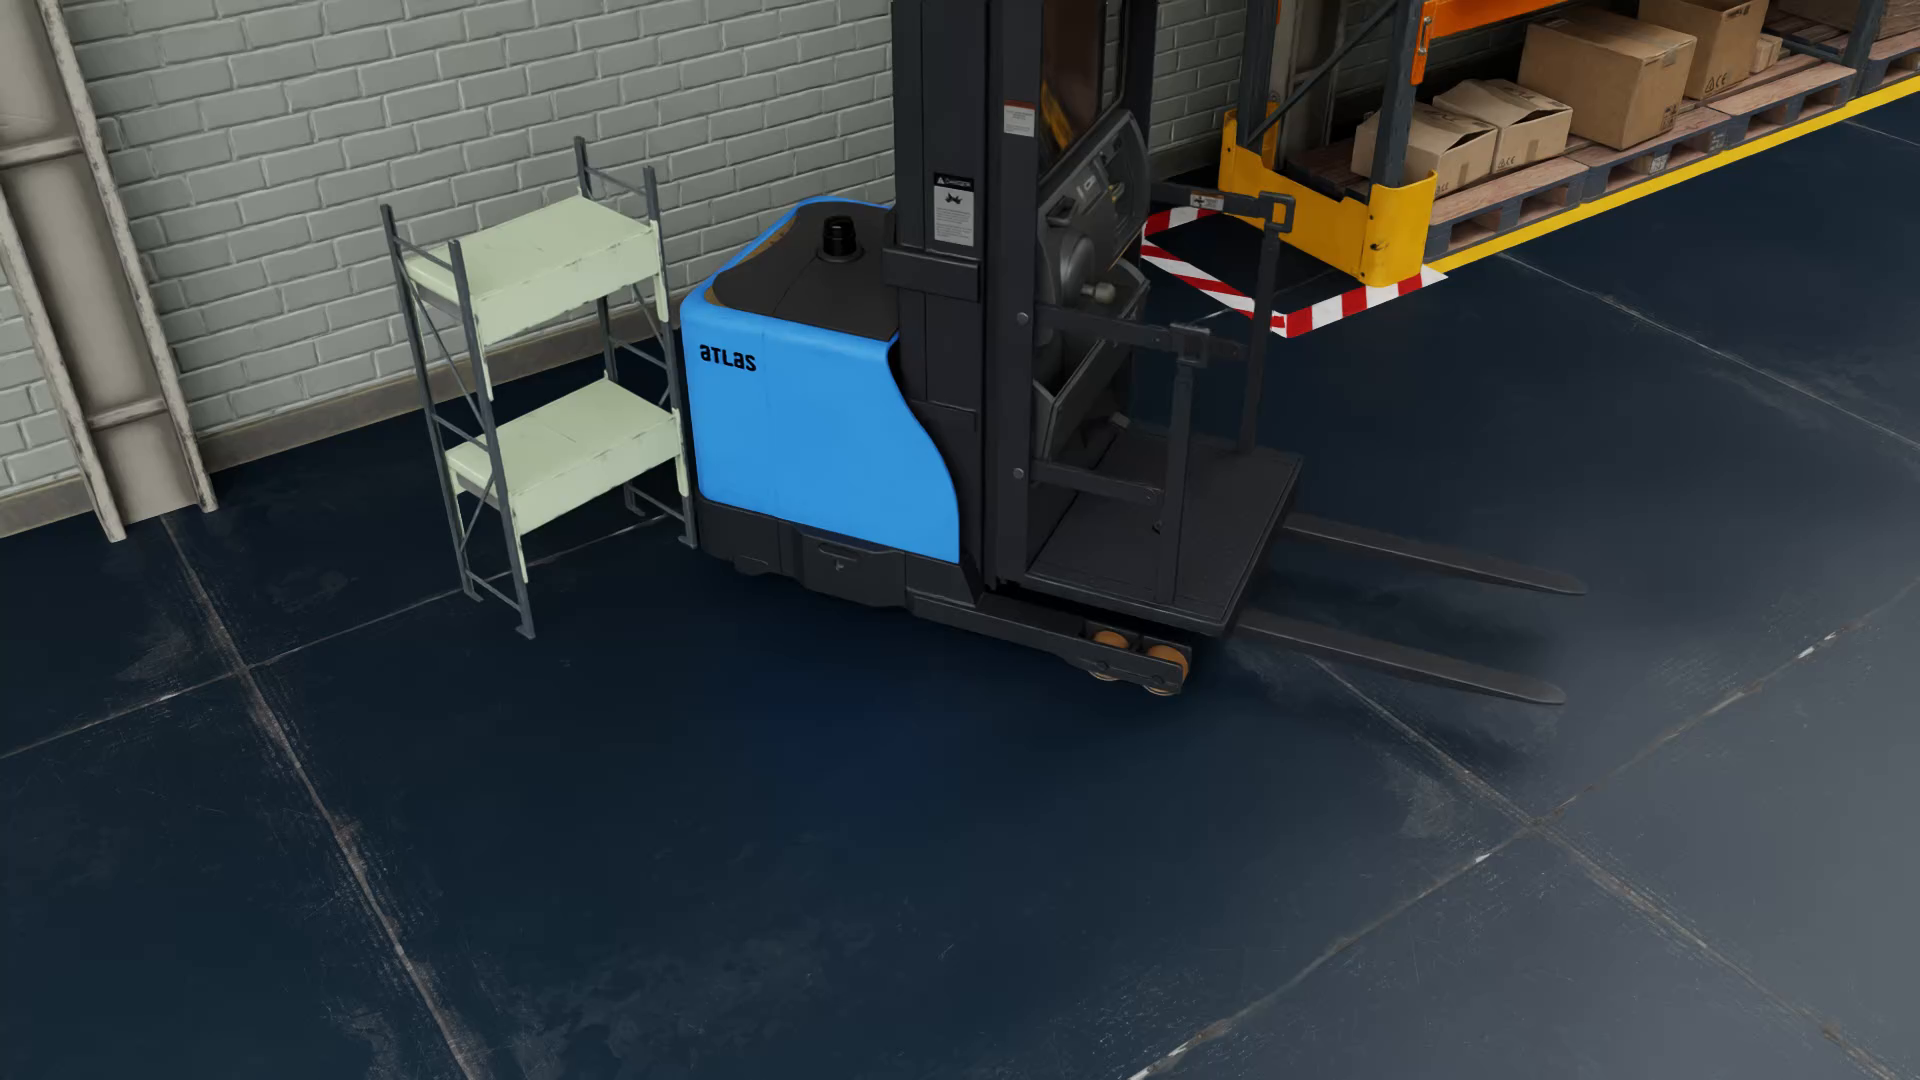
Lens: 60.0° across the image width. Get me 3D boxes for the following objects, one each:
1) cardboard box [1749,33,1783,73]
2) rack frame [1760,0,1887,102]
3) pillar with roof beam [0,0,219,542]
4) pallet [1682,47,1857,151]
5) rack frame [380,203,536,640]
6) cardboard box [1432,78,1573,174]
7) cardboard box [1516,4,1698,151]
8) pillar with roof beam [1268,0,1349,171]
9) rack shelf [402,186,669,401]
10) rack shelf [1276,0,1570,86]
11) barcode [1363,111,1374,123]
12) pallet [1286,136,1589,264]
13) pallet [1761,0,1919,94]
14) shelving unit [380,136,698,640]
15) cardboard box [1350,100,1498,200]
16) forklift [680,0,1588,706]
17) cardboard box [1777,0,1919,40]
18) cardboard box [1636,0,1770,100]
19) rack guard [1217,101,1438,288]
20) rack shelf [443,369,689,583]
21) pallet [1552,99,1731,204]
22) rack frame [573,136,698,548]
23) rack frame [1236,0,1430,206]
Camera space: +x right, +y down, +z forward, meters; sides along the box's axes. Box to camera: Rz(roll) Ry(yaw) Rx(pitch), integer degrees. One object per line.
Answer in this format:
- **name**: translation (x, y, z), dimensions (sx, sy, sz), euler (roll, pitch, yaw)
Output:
- **cardboard box**: translation (4.571, -2.896, 9.757), dimensions (0.250, 0.166, 0.380), euler (-28, 44, -33)
- **rack frame**: translation (4.991, -4.062, 9.328), dimensions (0.127, 3.000, 1.000), euler (-22, 41, -28)
- **pillar with roof beam**: translation (-0.629, -1.727, 0.944), dimensions (0.400, 9.000, 9.100), euler (-22, 41, -28)
- **pallet**: translation (4.463, -2.687, 9.805), dimensions (1.213, 0.211, 1.003), euler (-22, 41, -28)
- **rack frame**: translation (-1.629, -0.345, 5.445), dimensions (0.400, 1.500, 0.023), euler (28, 44, 33)
- **cardboard box**: translation (2.805, -2.185, 8.645), dimensions (0.500, 0.311, 0.500), euler (-19, 40, -24)
- **cardboard box**: translation (3.434, -2.484, 8.899), dimensions (0.500, 0.500, 0.700), euler (-25, 43, -31)
- **pillar with roof beam**: translation (4.276, -3.745, 3.750), dimensions (0.400, 9.000, 9.100), euler (-22, 41, -28)
- **rack shelf**: translation (-1.383, -0.820, 5.437), dimensions (0.431, 0.370, 0.720), euler (28, 44, 33)
- **rack shelf**: translation (3.356, -3.097, 8.603), dimensions (4.000, 0.370, 1.077), euler (-22, 41, -28)
- **barcode**: translation (2.123, -2.194, 8.649), dimensions (0.075, 0.075, 0.001), euler (-22, 41, -28)
- **pallet**: translation (2.468, -1.866, 8.664), dimensions (1.213, 0.211, 1.003), euler (-22, 41, -28)
- **pallet**: translation (5.627, -3.192, 10.507), dimensions (1.213, 0.211, 1.003), euler (-22, 41, -28)
- **shelving unit**: translation (-1.383, -0.503, 5.665), dimensions (0.431, 1.500, 0.755), euler (28, 44, 33)
- **cardboard box**: translation (2.339, -1.993, 8.378), dimensions (0.500, 0.311, 0.500), euler (-28, 44, -33)
- **forklift**: translation (0.612, -1.026, 5.167), dimensions (3.031, 2.935, 1.130), euler (14, 38, 19)
- **cardboard box**: translation (5.583, -3.481, 10.285), dimensions (0.500, 0.500, 0.700), euler (-21, 41, -26)
- **cardboard box**: translation (4.166, -2.857, 9.418), dimensions (0.500, 0.500, 0.500), euler (-26, 43, -31)
- **rack guard**: translation (1.784, -1.727, 8.223), dimensions (0.348, 0.500, 1.175), euler (-22, 41, -28)
- **rack shelf**: translation (-1.383, -0.238, 5.855), dimensions (0.431, 0.370, 0.720), euler (28, 44, 33)
- **pallet**: translation (3.465, -2.274, 9.231), dimensions (1.213, 0.211, 1.003), euler (-22, 41, -28)
- **rack frame**: translation (-1.136, -0.661, 5.884), dimensions (0.400, 1.500, 0.023), euler (28, 44, 33)
- **rack frame**: translation (1.722, -2.716, 7.458), dimensions (0.127, 3.000, 1.000), euler (-22, 41, -28)
